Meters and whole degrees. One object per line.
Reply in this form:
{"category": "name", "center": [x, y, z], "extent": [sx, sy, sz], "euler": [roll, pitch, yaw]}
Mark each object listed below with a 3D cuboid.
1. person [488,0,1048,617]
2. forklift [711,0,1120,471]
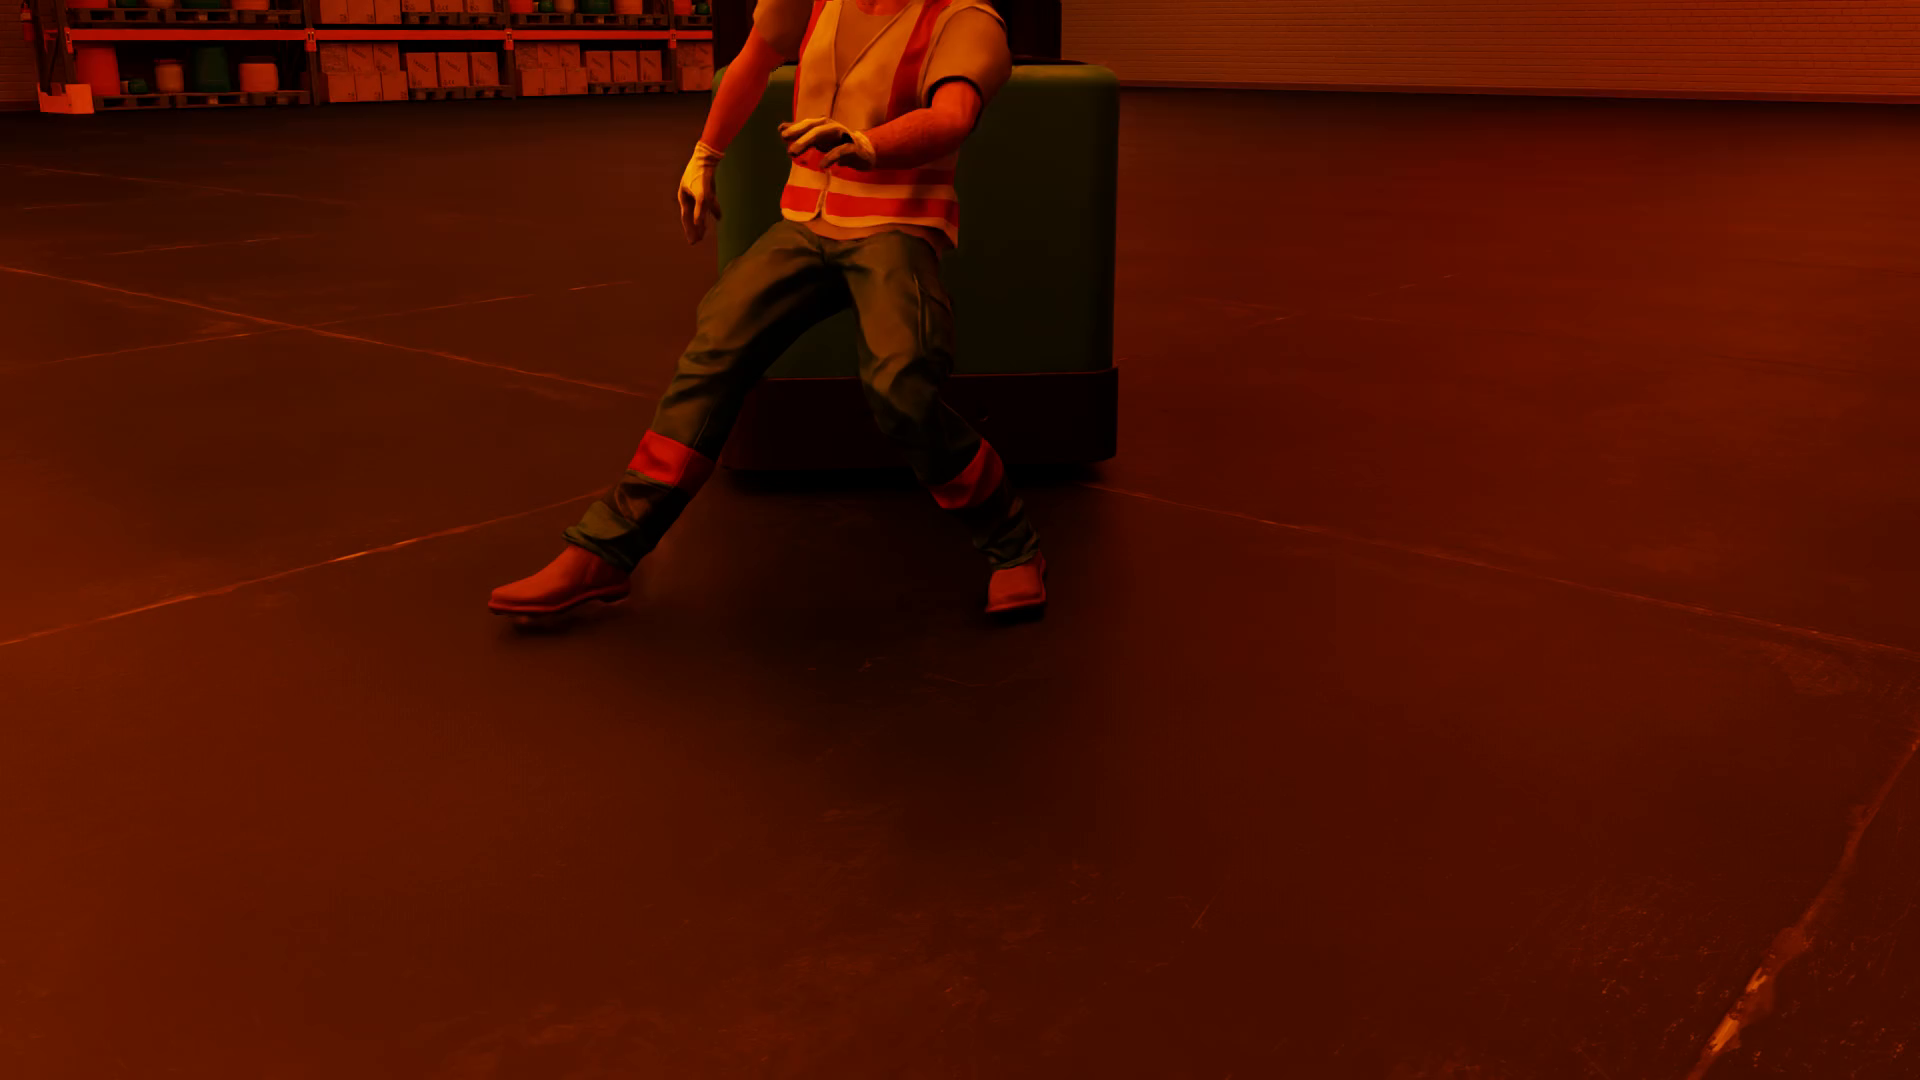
{"category": "person", "center": [-0.362, -0.601, 3.277], "extent": [0.967, 1.555, 1.000], "euler": [12, 21, 34]}
{"category": "forklift", "center": [-0.254, -1.960, 5.352], "extent": [1.130, 2.935, 3.031], "euler": [-2, 17, -6]}
